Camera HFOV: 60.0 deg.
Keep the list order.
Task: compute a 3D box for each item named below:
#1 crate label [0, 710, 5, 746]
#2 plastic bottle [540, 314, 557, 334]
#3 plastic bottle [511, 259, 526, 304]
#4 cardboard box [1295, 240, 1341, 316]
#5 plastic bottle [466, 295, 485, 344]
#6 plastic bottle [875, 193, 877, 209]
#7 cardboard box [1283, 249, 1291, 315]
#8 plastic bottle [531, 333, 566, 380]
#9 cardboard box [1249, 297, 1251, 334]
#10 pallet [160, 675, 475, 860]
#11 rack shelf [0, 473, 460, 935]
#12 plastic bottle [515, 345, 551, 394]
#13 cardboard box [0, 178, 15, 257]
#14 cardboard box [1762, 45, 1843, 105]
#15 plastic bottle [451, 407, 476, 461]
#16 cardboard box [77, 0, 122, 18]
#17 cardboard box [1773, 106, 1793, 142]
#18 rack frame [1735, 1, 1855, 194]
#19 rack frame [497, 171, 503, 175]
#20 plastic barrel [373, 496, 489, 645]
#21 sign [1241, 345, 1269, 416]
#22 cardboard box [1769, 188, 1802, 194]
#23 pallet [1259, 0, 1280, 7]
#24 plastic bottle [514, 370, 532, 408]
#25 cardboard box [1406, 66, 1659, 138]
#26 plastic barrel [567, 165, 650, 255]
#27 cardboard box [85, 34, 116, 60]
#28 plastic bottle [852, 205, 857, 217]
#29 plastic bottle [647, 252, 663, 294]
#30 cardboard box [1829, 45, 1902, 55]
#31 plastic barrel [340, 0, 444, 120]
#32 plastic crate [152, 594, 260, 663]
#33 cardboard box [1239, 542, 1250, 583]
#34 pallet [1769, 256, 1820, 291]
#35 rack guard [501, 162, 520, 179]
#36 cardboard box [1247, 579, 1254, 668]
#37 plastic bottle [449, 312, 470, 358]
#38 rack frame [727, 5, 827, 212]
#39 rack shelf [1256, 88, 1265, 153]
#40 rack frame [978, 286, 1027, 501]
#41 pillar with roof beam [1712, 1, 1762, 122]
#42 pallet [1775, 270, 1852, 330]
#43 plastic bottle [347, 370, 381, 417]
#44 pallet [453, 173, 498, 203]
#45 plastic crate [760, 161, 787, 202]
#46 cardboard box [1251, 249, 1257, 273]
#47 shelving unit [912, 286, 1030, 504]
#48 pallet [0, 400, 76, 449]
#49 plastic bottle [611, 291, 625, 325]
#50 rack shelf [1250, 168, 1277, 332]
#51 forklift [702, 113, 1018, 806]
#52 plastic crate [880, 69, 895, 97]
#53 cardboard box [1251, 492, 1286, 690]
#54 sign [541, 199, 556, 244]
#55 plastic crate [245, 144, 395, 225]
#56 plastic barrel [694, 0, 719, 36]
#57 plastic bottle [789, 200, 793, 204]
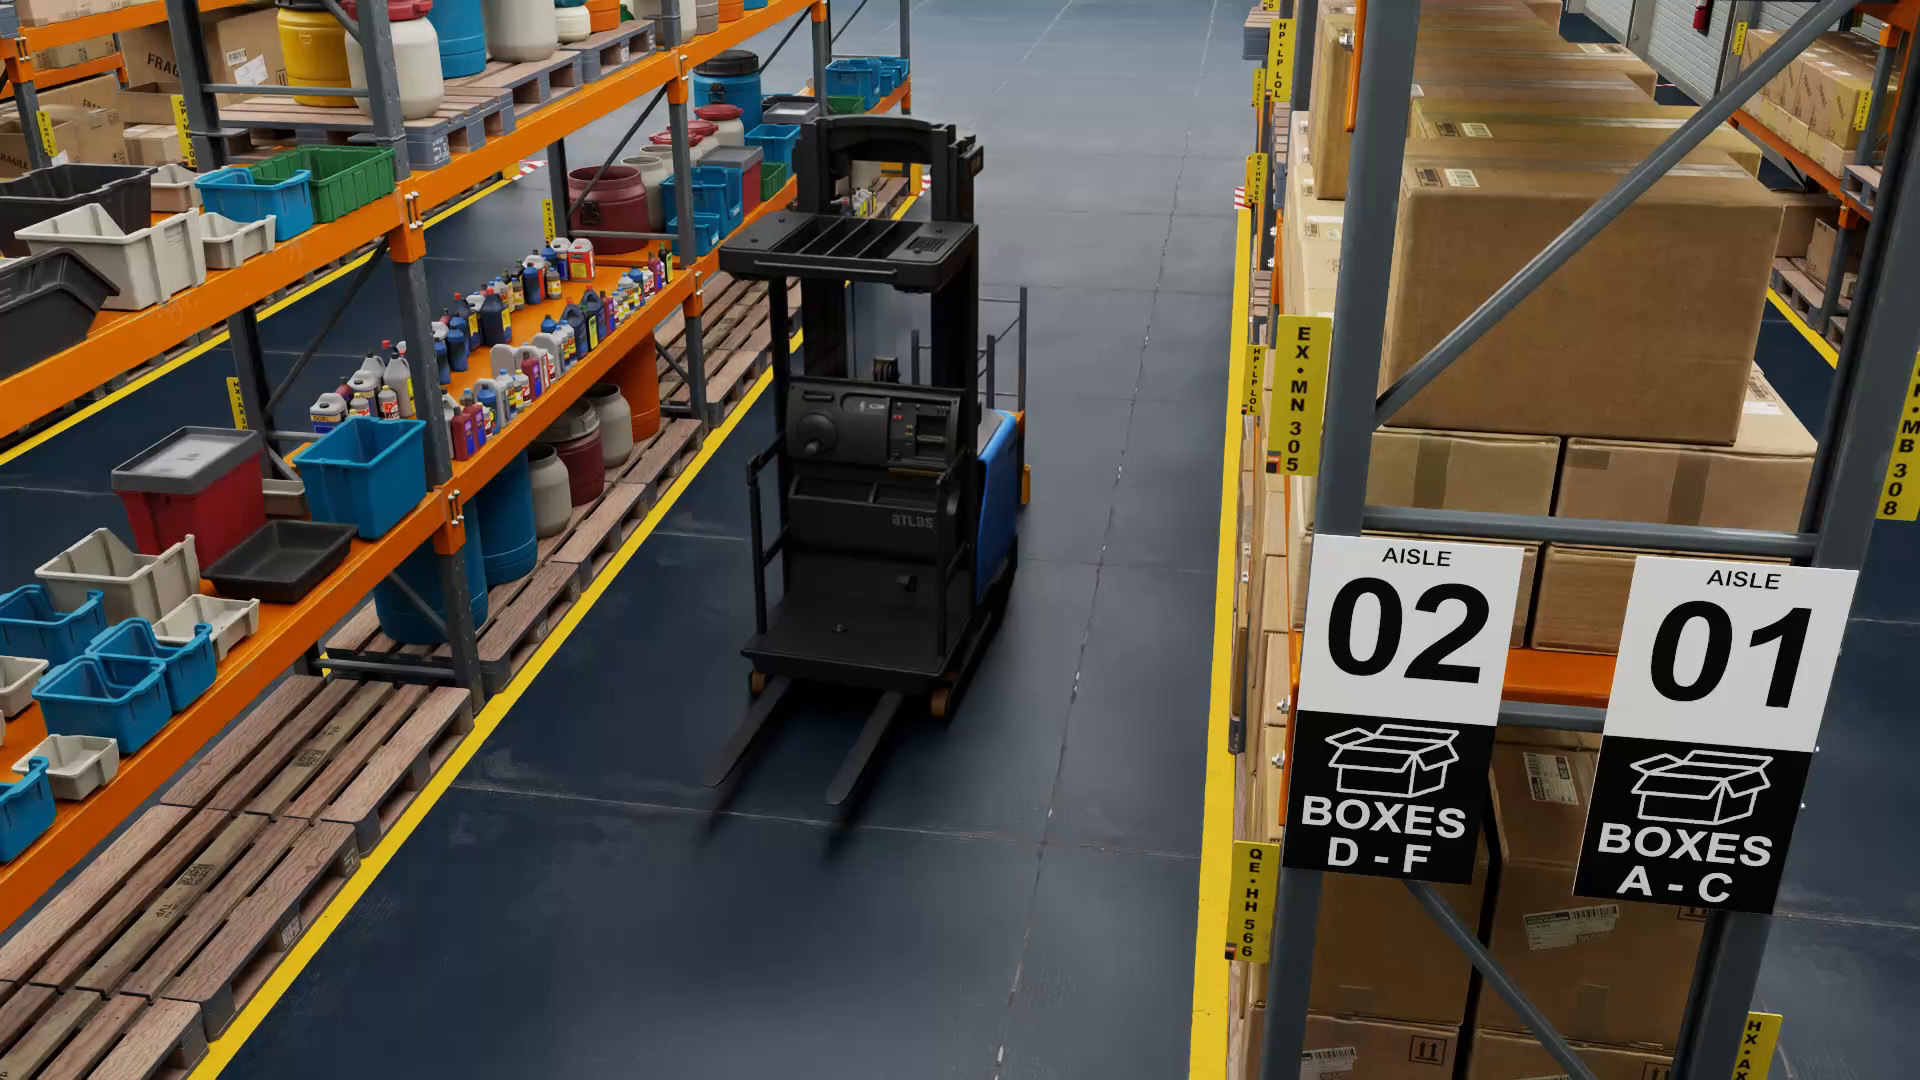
[{"bbox_3d":[-3.650,0.685,5.988,0.396,0.136,0.243,4,25,9],"label":"crate label"},{"bbox_3d":[-2.458,-1.219,9.968,0.097,0.271,0.097,0,25,0],"label":"plastic bottle"},{"bbox_3d":[-2.912,-1.703,10.988,0.061,0.283,0.133,4,25,9],"label":"plastic bottle"},{"bbox_3d":[1.198,-0.638,4.623,0.500,0.250,0.500,4,25,9],"label":"cardboard box"},{"bbox_3d":[-2.996,-1.366,10.277,0.152,0.276,0.135,4,25,9],"label":"plastic bottle"},{"bbox_3d":[-0.940,-3.640,17.771,0.097,0.201,0.097,0,25,0],"label":"plastic bottle"},{"bbox_3d":[1.360,-0.830,5.623,0.500,0.250,0.500,4,25,9],"label":"cardboard box"},{"bbox_3d":[-2.393,-1.083,9.672,0.152,0.276,0.135,4,25,9],"label":"plastic bottle"},{"bbox_3d":[2.683,-1.852,13.916,0.500,0.250,0.500,3,25,7],"label":"cardboard box"},{"bbox_3d":[-3.116,1.085,8.183,1.003,0.211,1.213,4,25,9],"label":"pallet"},{"bbox_3d":[-3.361,0.674,6.620,1.077,0.370,4.000,4,25,9],"label":"rack shelf"},{"bbox_3d":[-2.431,-0.986,9.465,0.152,0.276,0.135,4,25,9],"label":"plastic bottle"},{"bbox_3d":[-7.103,-2.326,12.063,0.500,0.500,0.500,5,26,10],"label":"cardboard box"},{"bbox_3d":[8.145,-4.501,16.096,0.500,0.500,0.500,3,25,7],"label":"cardboard box"},{"bbox_3d":[-2.553,-0.559,8.544,0.061,0.283,0.133,4,25,9],"label":"plastic bottle"},{"bbox_3d":[-6.854,-4.188,12.798,0.500,0.250,0.500,5,25,10],"label":"cardboard box"},{"bbox_3d":[8.063,-3.937,15.777,0.500,0.250,0.500,4,25,9],"label":"cardboard box"},{"bbox_3d":[8.701,-4.820,17.510,1.000,3.000,0.127,4,25,9],"label":"rack frame"},{"bbox_3d":[-5.959,-5.850,19.710,1.000,3.000,0.127,4,25,9],"label":"rack frame"},{"bbox_3d":[-2.928,0.046,9.094,0.600,0.901,0.708,4,25,9],"label":"plastic barrel"},{"bbox_3d":[1.304,-0.705,7.351,0.100,0.325,0.005,4,25,9],"label":"sign"},{"bbox_3d":[8.499,-3.519,17.382,0.500,0.311,0.500,1,25,3],"label":"cardboard box"},{"bbox_3d":[2.709,-3.847,12.115,1.003,0.211,1.213,5,26,11],"label":"pallet"},{"bbox_3d":[-2.445,-0.846,9.254,0.097,0.201,0.097,0,25,0],"label":"plastic bottle"},{"bbox_3d":[1.408,-0.963,4.433,0.700,0.500,0.500,4,25,9],"label":"cardboard box"},{"bbox_3d":[-2.603,-2.438,12.259,0.600,0.536,0.708,4,25,9],"label":"plastic barrel"},{"bbox_3d":[-10.852,-6.146,20.164,0.875,0.550,0.550,4,25,9],"label":"cardboard box"},{"bbox_3d":[-1.086,-3.257,16.855,0.061,0.283,0.133,5,26,11],"label":"plastic bottle"},{"bbox_3d":[-2.063,-1.813,11.222,0.061,0.283,0.133,4,25,9],"label":"plastic bottle"},{"bbox_3d":[8.662,-4.463,16.015,0.500,0.500,0.500,3,25,7],"label":"cardboard box"},{"bbox_3d":[-2.700,-2.301,7.934,0.433,0.535,0.433,0,25,0],"label":"plastic barrel"},{"bbox_3d":[-3.022,0.353,6.697,0.293,0.136,0.466,4,25,9],"label":"plastic crate"},{"bbox_3d":[1.739,0.357,8.878,0.500,0.500,0.500,4,25,9],"label":"cardboard box"},{"bbox_3d":[8.319,-2.680,16.226,1.003,0.211,1.213,4,25,9],"label":"pallet"},{"bbox_3d":[-5.971,-4.686,20.172,1.175,0.500,0.348,4,25,9],"label":"rack guard"},{"bbox_3d":[1.420,0.220,6.624,0.500,0.500,0.500,4,25,9],"label":"cardboard box"},{"bbox_3d":[-3.013,-1.236,10.004,0.097,0.271,0.097,0,25,0],"label":"plastic bottle"},{"bbox_3d":[-1.726,-3.834,15.402,1.000,3.000,0.127,4,25,9],"label":"rack frame"},{"bbox_3d":[3.487,-4.000,16.606,1.077,0.370,4.000,4,25,9],"label":"rack shelf"},{"bbox_3d":[0.186,-0.973,11.059,0.500,1.500,0.032,6,26,12],"label":"rack frame"},{"bbox_3d":[6.174,-9.993,21.483,9.100,9.000,0.400,4,25,9],"label":"pillar with roof beam"},{"bbox_3d":[8.122,-2.168,15.133,1.003,0.211,1.213,4,25,9],"label":"pallet"},{"bbox_3d":[-3.229,-0.772,9.007,0.152,0.276,0.135,4,25,9],"label":"plastic bottle"},{"bbox_3d":[-6.139,-4.218,19.512,1.003,0.211,1.213,4,25,9],"label":"pallet"},{"bbox_3d":[-1.733,-2.990,13.850,0.450,0.188,0.662,4,25,9],"label":"plastic crate"},{"bbox_3d":[2.759,-2.323,14.262,0.500,0.311,0.500,4,25,8],"label":"cardboard box"},{"bbox_3d":[0.070,-0.759,10.602,0.587,1.500,1.083,6,26,12],"label":"shelving unit"},{"bbox_3d":[-7.470,-0.917,12.459,1.003,0.211,1.213,4,25,9],"label":"pallet"},{"bbox_3d":[-2.195,-1.484,10.617,0.097,0.201,0.097,0,25,0],"label":"plastic bottle"},{"bbox_3d":[2.833,-2.327,13.031,1.077,0.370,4.000,4,25,9],"label":"rack shelf"},{"bbox_3d":[-0.508,-0.566,8.503,1.130,2.935,3.031,6,26,13],"label":"forklift"},{"bbox_3d":[-0.971,-4.938,17.937,0.499,0.251,0.408,4,25,9],"label":"plastic crate"},{"bbox_3d":[1.246,0.183,5.523,0.500,0.500,0.500,5,26,10],"label":"cardboard box"},{"bbox_3d":[-2.924,-2.270,11.869,0.100,0.325,0.005,4,25,9],"label":"sign"},{"bbox_3d":[-2.805,-1.552,7.240,0.450,0.188,0.662,4,25,9],"label":"plastic crate"},{"bbox_3d":[-2.032,-4.075,11.788,0.600,0.901,0.600,0,25,0],"label":"plastic barrel"},{"bbox_3d":[-1.791,-3.372,17.109,0.152,0.276,0.135,4,25,9],"label":"plastic bottle"}]
